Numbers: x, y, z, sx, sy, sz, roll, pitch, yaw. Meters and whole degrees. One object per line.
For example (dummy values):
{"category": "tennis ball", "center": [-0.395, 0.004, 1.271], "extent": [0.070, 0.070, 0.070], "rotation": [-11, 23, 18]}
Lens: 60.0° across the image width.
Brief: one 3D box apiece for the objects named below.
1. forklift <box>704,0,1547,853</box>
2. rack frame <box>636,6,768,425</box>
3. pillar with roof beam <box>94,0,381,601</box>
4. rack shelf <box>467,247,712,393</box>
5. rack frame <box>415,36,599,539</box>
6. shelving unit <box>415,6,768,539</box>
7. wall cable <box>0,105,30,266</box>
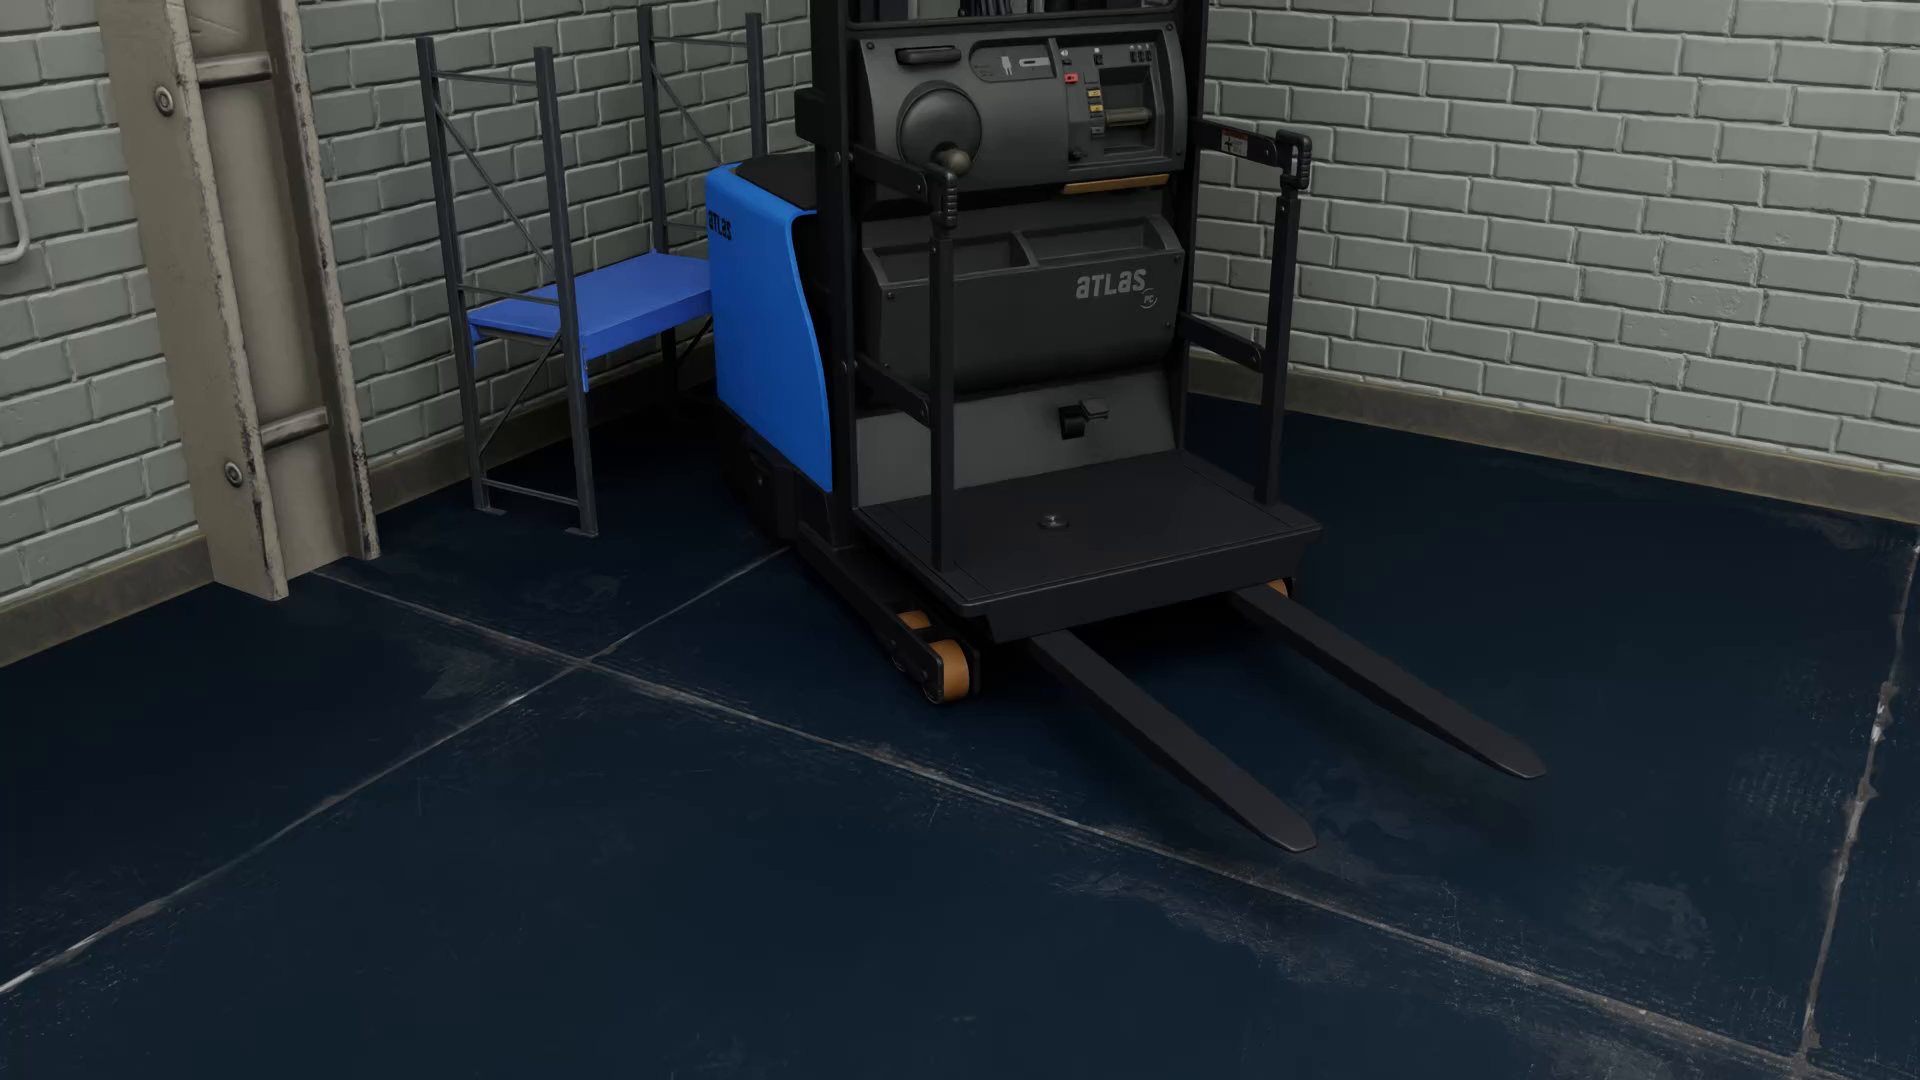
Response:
{"category": "forklift", "center": [0.279, -1.124, 4.157], "extent": [1.130, 2.935, 3.031], "rotation": [-11, 26, -24]}
{"category": "rack frame", "center": [-0.883, -1.098, 5.899], "extent": [0.500, 1.500, 0.032], "rotation": [12, 26, 26]}
{"category": "pillar with roof beam", "center": [1.636, -3.147, 1.193], "extent": [9.100, 9.000, 0.400], "rotation": [14, 27, 29]}
{"category": "rack shelf", "center": [-1.129, -0.756, 5.562], "extent": [0.538, 0.185, 1.000], "rotation": [12, 26, 26]}
{"category": "rack frame", "center": [-1.374, -0.745, 5.082], "extent": [0.500, 1.500, 0.032], "rotation": [12, 26, 26]}
{"category": "shelving unit", "center": [-1.129, -0.922, 5.490], "extent": [0.538, 1.500, 1.048], "rotation": [12, 26, 26]}
{"category": "wall cable", "center": [-2.839, -1.301, 3.200], "extent": [0.084, 1.984, 1.851], "rotation": [14, 27, 29]}
